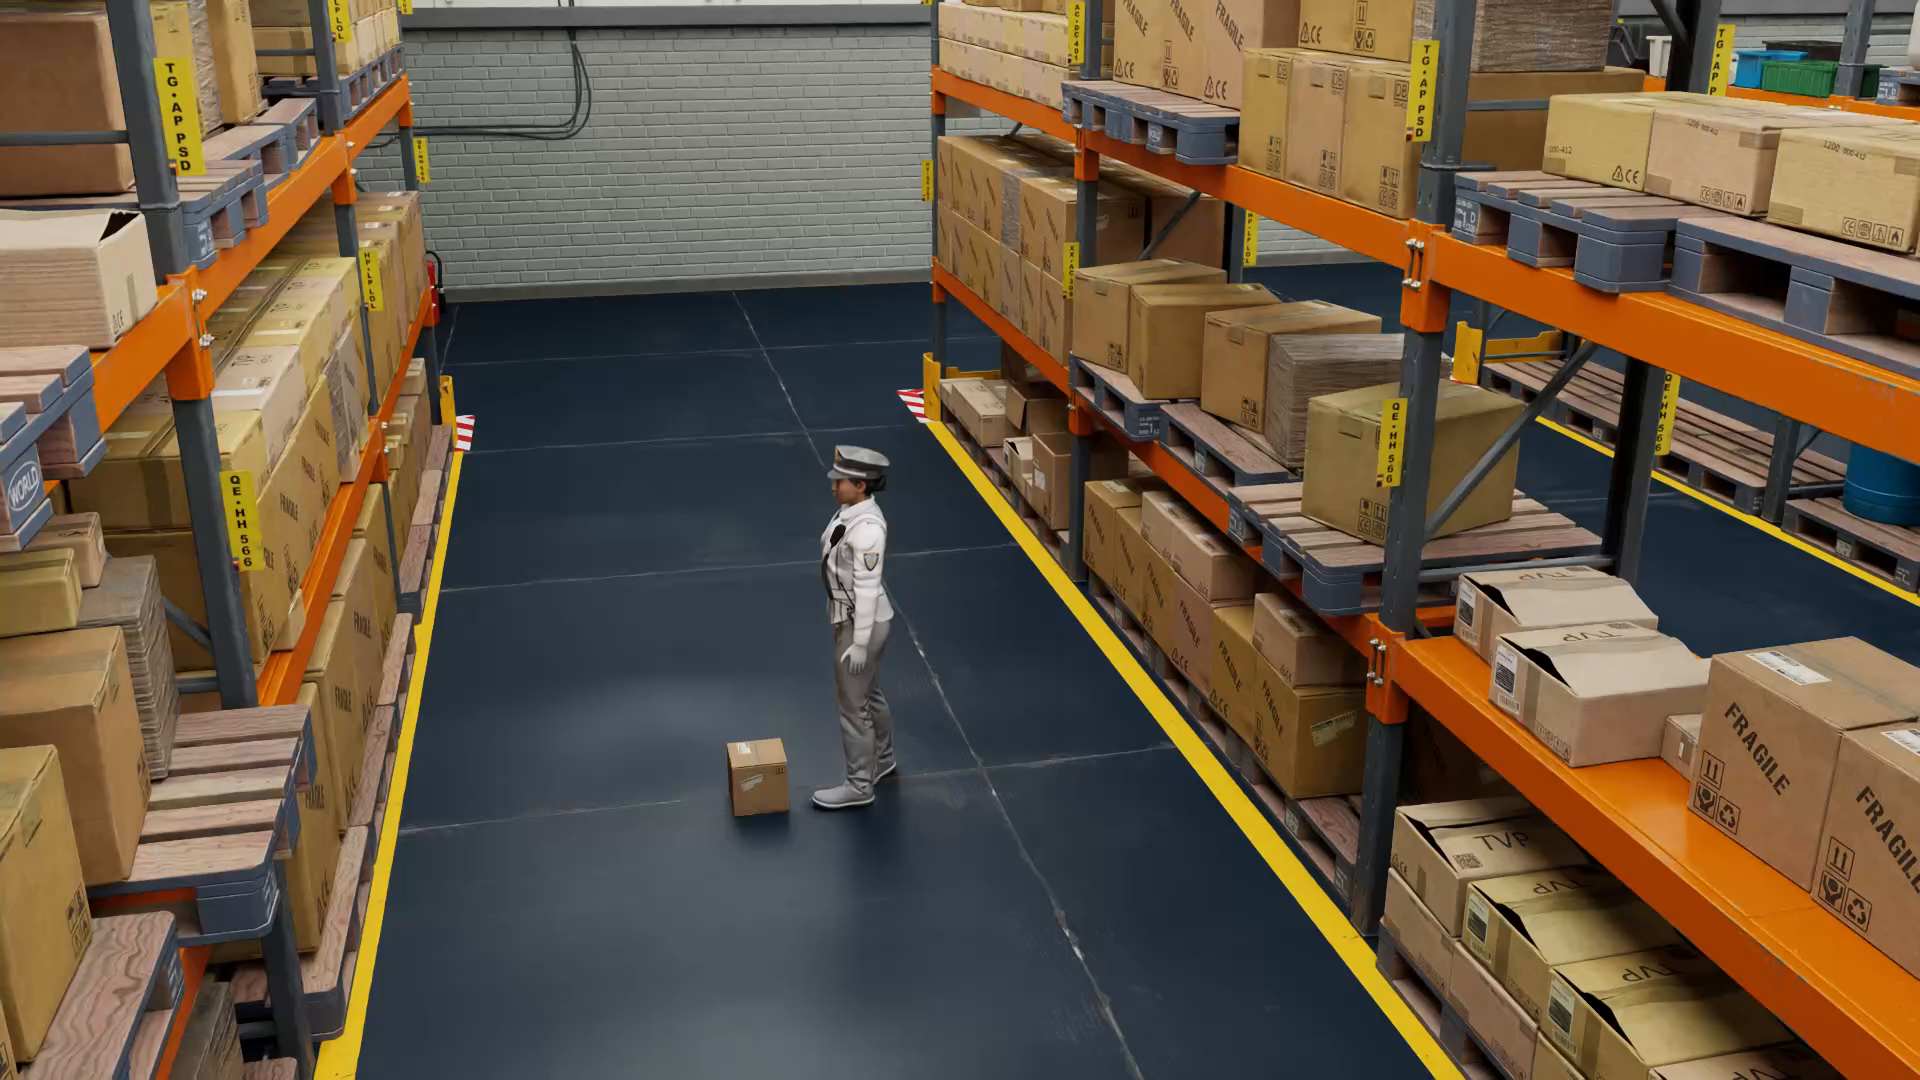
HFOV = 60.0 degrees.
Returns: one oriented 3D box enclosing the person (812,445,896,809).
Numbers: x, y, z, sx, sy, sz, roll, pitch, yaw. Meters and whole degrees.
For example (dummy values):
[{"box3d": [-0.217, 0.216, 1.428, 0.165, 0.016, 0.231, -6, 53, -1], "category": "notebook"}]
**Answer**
[{"box3d": [-0.482, 0.394, 7.468, 0.431, 1.699, 0.488, -4, 20, -10], "category": "person"}]
